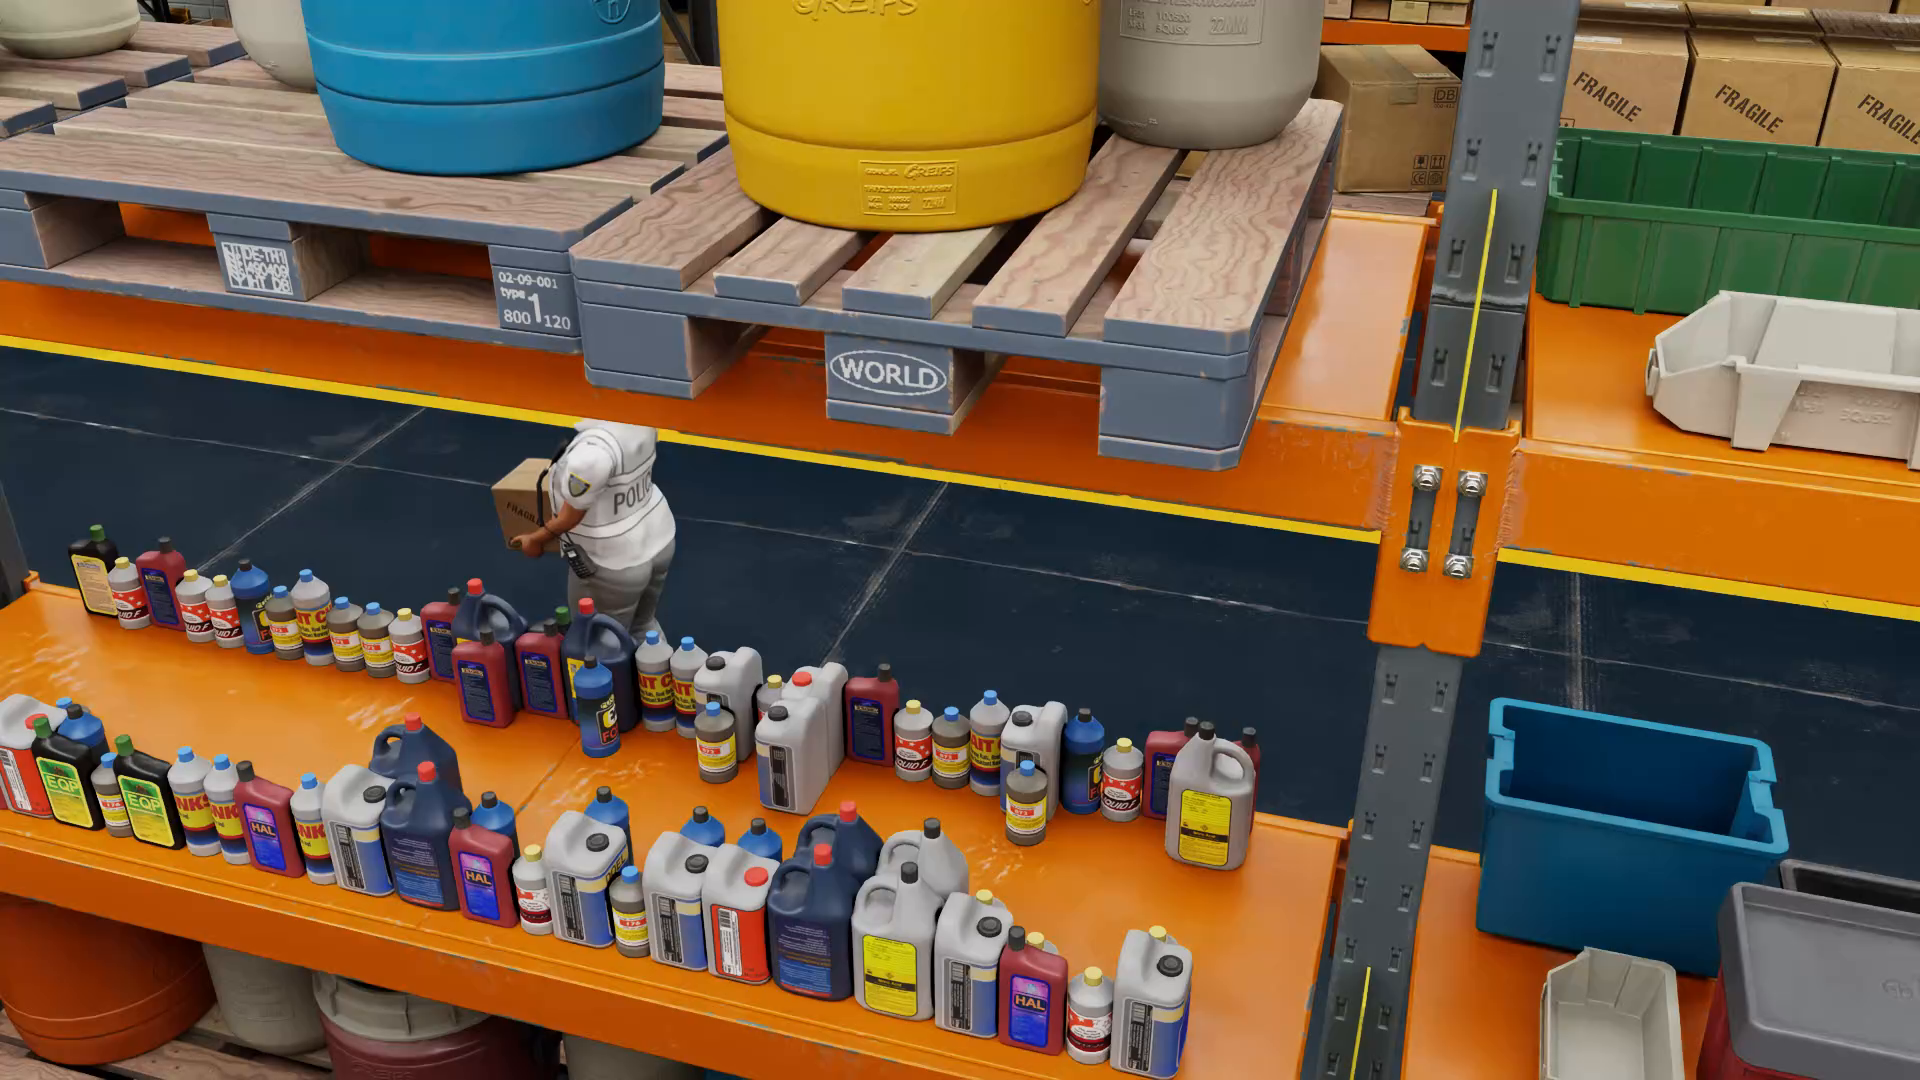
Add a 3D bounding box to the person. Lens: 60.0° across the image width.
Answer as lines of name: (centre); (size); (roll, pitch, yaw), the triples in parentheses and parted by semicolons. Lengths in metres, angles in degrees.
person: (-1.319, 0.048, 6.050); (0.541, 1.656, 0.455); (9, 31, 16)
